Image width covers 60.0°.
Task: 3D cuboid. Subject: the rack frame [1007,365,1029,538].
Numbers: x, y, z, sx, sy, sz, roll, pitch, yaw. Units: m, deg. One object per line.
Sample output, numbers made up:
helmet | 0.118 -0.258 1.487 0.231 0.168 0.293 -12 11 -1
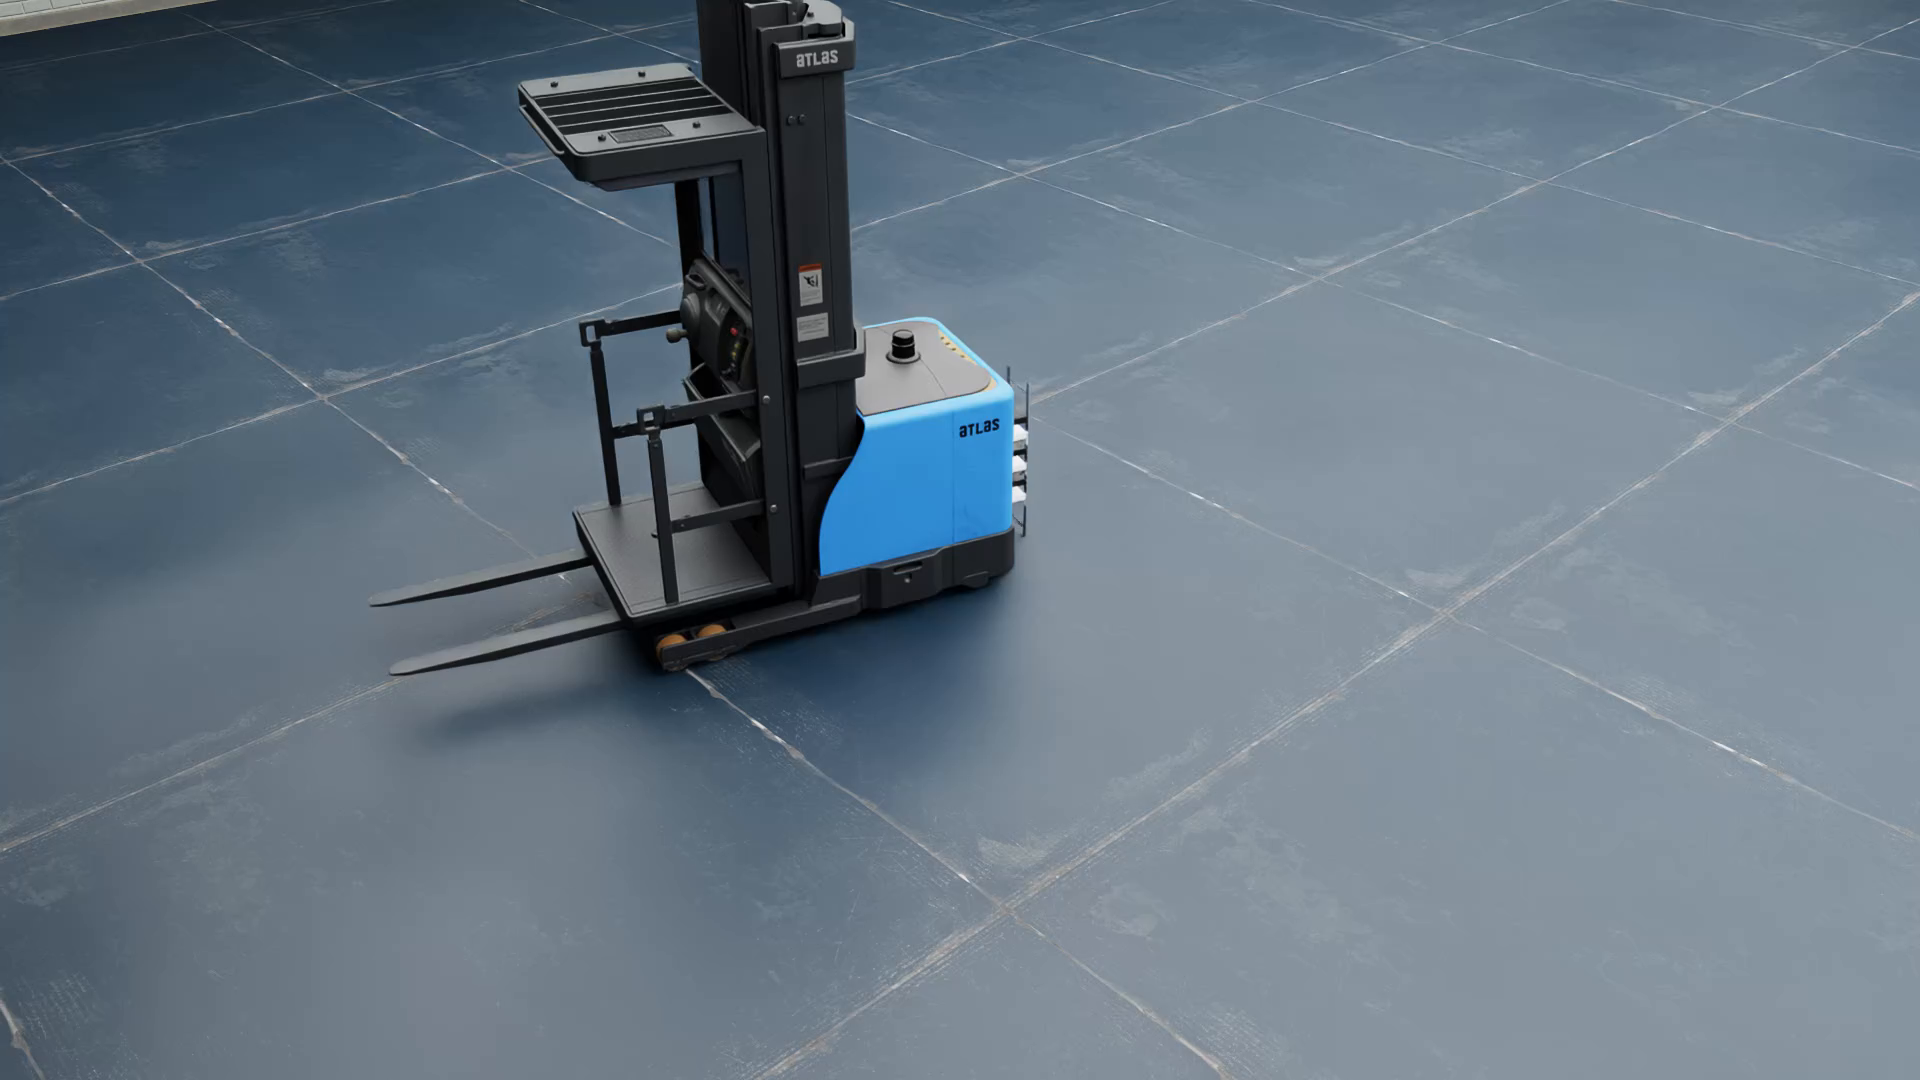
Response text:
rack frame | 0.293 -0.450 8.624 0.006 0.900 0.240 -14 34 -21

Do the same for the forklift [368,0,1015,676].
forklift | -1.287 -0.955 7.502 3.031 2.935 1.130 -14 34 -21

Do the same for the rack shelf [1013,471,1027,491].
rack shelf | 0.201 -0.323 8.652 0.200 0.077 0.258 -14 34 -21

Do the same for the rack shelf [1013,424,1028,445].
rack shelf | 0.201 -0.553 8.511 0.200 0.077 0.258 -14 34 -21

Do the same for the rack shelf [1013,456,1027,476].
rack shelf | 0.201 -0.400 8.605 0.200 0.077 0.258 -14 34 -21

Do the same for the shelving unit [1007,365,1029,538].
shelving unit | 0.201 -0.428 8.587 0.210 0.900 0.258 -14 34 -21

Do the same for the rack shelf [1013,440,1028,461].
rack shelf | 0.201 -0.476 8.558 0.200 0.077 0.258 -14 34 -21

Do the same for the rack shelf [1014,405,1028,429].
rack shelf | 0.201 -0.630 8.464 0.200 0.077 0.258 -14 34 -21

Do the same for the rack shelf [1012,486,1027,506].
rack shelf | 0.201 -0.246 8.699 0.200 0.077 0.258 -14 34 -21
